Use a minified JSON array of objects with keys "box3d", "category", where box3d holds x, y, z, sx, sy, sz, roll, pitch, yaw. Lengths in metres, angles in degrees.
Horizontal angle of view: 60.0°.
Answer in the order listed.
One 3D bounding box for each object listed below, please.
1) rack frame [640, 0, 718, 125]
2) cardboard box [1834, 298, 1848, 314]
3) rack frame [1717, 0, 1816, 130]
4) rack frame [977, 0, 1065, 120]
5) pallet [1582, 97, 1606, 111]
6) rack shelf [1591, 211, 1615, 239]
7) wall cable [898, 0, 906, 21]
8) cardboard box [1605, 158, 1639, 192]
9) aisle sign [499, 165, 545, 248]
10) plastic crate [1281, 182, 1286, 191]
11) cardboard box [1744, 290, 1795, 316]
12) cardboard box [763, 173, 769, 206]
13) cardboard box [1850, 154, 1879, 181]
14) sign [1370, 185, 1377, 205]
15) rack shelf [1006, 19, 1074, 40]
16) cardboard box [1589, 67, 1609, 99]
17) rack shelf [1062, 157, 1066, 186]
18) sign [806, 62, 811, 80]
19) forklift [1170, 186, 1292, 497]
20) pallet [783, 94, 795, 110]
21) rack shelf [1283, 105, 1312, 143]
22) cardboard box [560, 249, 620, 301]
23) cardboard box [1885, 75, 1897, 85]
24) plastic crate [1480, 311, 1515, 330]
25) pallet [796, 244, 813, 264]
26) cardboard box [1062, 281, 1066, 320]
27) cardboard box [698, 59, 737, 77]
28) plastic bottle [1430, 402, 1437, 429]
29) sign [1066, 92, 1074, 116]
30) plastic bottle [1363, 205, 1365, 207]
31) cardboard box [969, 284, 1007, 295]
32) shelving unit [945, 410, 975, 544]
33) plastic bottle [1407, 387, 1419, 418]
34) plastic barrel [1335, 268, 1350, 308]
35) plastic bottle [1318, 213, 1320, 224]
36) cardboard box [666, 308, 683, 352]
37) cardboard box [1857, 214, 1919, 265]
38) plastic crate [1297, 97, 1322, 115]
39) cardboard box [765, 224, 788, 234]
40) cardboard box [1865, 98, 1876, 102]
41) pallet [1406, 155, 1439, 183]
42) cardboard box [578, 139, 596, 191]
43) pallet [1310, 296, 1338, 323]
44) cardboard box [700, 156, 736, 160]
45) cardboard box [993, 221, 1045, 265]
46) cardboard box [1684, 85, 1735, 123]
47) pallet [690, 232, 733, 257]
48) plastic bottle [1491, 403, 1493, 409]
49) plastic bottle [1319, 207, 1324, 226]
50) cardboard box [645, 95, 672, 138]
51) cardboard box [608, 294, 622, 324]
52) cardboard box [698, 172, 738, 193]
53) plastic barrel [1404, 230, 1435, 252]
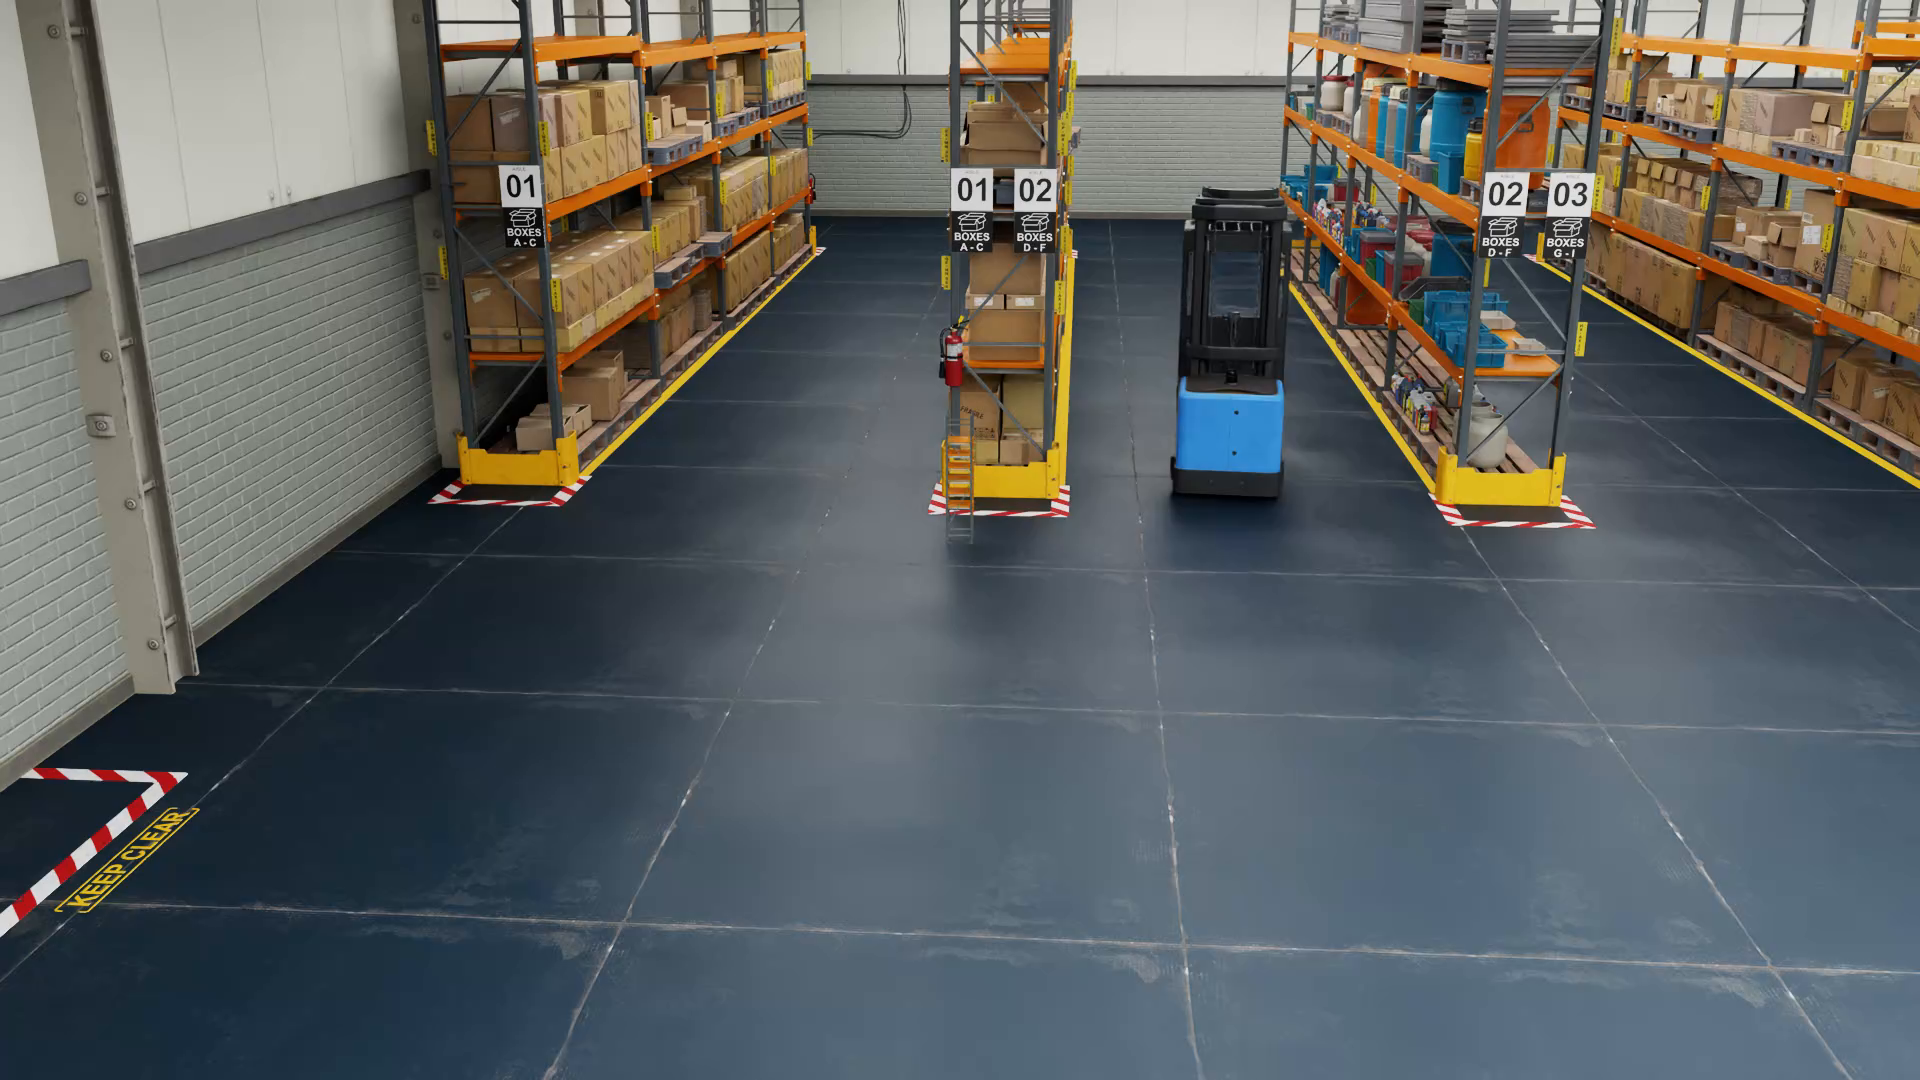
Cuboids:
[{"box3d":[-3.956,-7.350,23.230,1.000,3.000,0.127,1,18,4],"category":"rack frame"},{"box3d":[10.233,-2.668,18.980,0.380,0.149,0.250,1,18,4],"category":"cardboard box"},{"box3d":[10.866,-7.018,22.217,1.000,3.000,0.127,1,18,4],"category":"rack frame"},{"box3d":[0.698,-5.998,19.104,1.000,3.000,0.127,1,18,4],"category":"rack frame"},{"box3d":[11.312,-7.425,28.417,1.003,0.211,1.213,1,18,4],"category":"pallet"},{"box3d":[11.296,-5.689,28.950,1.077,0.370,4.000,1,18,4],"category":"rack shelf"},{"box3d":[0.078,-12.447,35.662,3.097,2.526,0.112,1,18,4],"category":"wall cable"},{"box3d":[10.919,-5.985,27.257,0.500,0.500,0.500,2,18,5],"category":"cardboard box"},{"box3d":[-4.236,-3.221,16.088,0.394,0.787,0.004,1,18,4],"category":"aisle sign"},{"box3d":[6.047,-6.499,30.593,0.250,0.136,0.298,1,18,4],"category":"plastic crate"},{"box3d":[10.820,-3.171,22.215,0.500,0.250,0.500,3,18,10],"category":"cardboard box"},{"box3d":[-3.451,-5.791,27.435,0.500,0.500,0.500,1,18,3],"category":"cardboard box"},{"box3d":[10.291,-4.145,18.507,0.500,0.250,0.500,1,18,2],"category":"cardboard box"},{"box3d":[6.761,-5.639,27.198,0.100,0.325,0.005,1,18,4],"category":"sign"},{"box3d":[1.415,-8.761,28.695,1.077,0.370,4.000,1,18,4],"category":"rack shelf"},{"box3d":[11.306,-7.876,28.655,0.700,0.500,0.500,0,18,0],"category":"cardboard box"},{"box3d":[0.842,-4.852,21.579,1.077,0.370,4.000,1,18,4],"category":"rack shelf"},{"box3d":[-2.842,-8.776,31.104,0.100,0.325,0.005,1,18,4],"category":"sign"},{"box3d":[2.844,-2.233,17.356,1.130,2.935,3.031,3,18,8],"category":"forklift"},{"box3d":[-3.510,-7.757,29.430,1.003,0.211,1.213,1,18,4],"category":"pallet"},{"box3d":[6.356,-7.225,28.821,1.077,0.370,4.000,1,18,4],"category":"rack shelf"},{"box3d":[-4.082,-2.925,18.364,0.500,0.500,0.500,2,18,6],"category":"cardboard box"},{"box3d":[15.955,-7.797,28.207,0.380,0.149,0.250,2,18,6],"category":"cardboard box"},{"box3d":[5.775,-2.400,18.182,0.530,0.136,0.437,1,18,4],"category":"plastic crate"},{"box3d":[-3.362,-5.409,31.417,1.003,0.211,1.213,1,18,4],"category":"pallet"},{"box3d":[1.303,-3.546,24.562,0.500,0.500,0.500,2,18,6],"category":"cardboard box"},{"box3d":[-3.863,-7.510,26.462,0.500,0.250,0.500,3,18,8],"category":"cardboard box"},{"box3d":[5.198,-1.367,18.261,0.061,0.283,0.133,1,18,4],"category":"plastic bottle"},{"box3d":[1.538,-6.084,23.224,0.100,0.325,0.005,1,18,4],"category":"sign"},{"box3d":[6.480,-5.218,26.558,0.152,0.276,0.135,1,18,4],"category":"plastic bottle"},{"box3d":[0.285,-2.545,16.996,0.380,0.149,0.250,1,18,3],"category":"cardboard box"},{"box3d":[-0.001,-0.566,15.049,0.258,1.200,0.189,1,18,4],"category":"shelving unit"},{"box3d":[5.123,-1.554,18.723,0.144,0.351,0.185,1,18,3],"category":"plastic bottle"},{"box3d":[6.024,-3.835,25.334,0.600,0.588,0.708,1,18,4],"category":"plastic barrel"},{"box3d":[5.730,-5.111,26.351,0.097,0.201,0.097,0,18,0],"category":"plastic bottle"},{"box3d":[-4.143,-2.826,22.366,0.700,0.500,0.500,1,18,5],"category":"cardboard box"},{"box3d":[10.259,-3.300,18.259,0.500,0.500,0.500,1,18,4],"category":"cardboard box"},{"box3d":[6.032,-7.450,28.543,0.437,0.282,0.530,1,18,4],"category":"plastic crate"},{"box3d":[-3.270,-5.556,29.687,0.380,0.149,0.250,1,18,2],"category":"cardboard box"},{"box3d":[16.050,-7.567,28.950,0.500,0.250,0.500,2,18,6],"category":"cardboard box"},{"box3d":[5.684,-4.145,18.569,1.213,0.211,1.003,1,18,4],"category":"pallet"},{"box3d":[-4.149,-3.923,17.394,0.500,0.500,0.500,2,18,6],"category":"cardboard box"},{"box3d":[6.031,-3.577,25.826,1.003,0.211,1.213,1,18,4],"category":"pallet"},{"box3d":[-3.962,-6.159,27.355,0.500,0.250,0.500,2,18,6],"category":"cardboard box"},{"box3d":[0.565,-3.206,17.973,0.700,0.500,0.500,1,18,4],"category":"cardboard box"},{"box3d":[10.812,-6.301,24.011,0.500,0.500,0.500,2,18,7],"category":"cardboard box"},{"box3d":[-3.901,-4.184,23.511,1.213,0.211,1.003,1,18,4],"category":"pallet"},{"box3d":[5.817,-1.369,18.285,0.097,0.271,0.097,0,18,0],"category":"plastic bottle"},{"box3d":[5.697,-5.085,26.138,0.061,0.283,0.133,1,18,4],"category":"plastic bottle"},{"box3d":[-4.035,-5.480,21.506,0.500,0.500,0.500,1,18,2],"category":"cardboard box"},{"box3d":[-4.074,-2.574,18.497,0.500,0.250,0.500,1,18,4],"category":"cardboard box"},{"box3d":[-3.629,-5.356,24.904,0.500,0.250,0.500,1,18,3],"category":"cardboard box"},{"box3d":[6.010,-3.755,21.674,0.433,0.535,0.433,0,18,0],"category":"plastic barrel"}]
